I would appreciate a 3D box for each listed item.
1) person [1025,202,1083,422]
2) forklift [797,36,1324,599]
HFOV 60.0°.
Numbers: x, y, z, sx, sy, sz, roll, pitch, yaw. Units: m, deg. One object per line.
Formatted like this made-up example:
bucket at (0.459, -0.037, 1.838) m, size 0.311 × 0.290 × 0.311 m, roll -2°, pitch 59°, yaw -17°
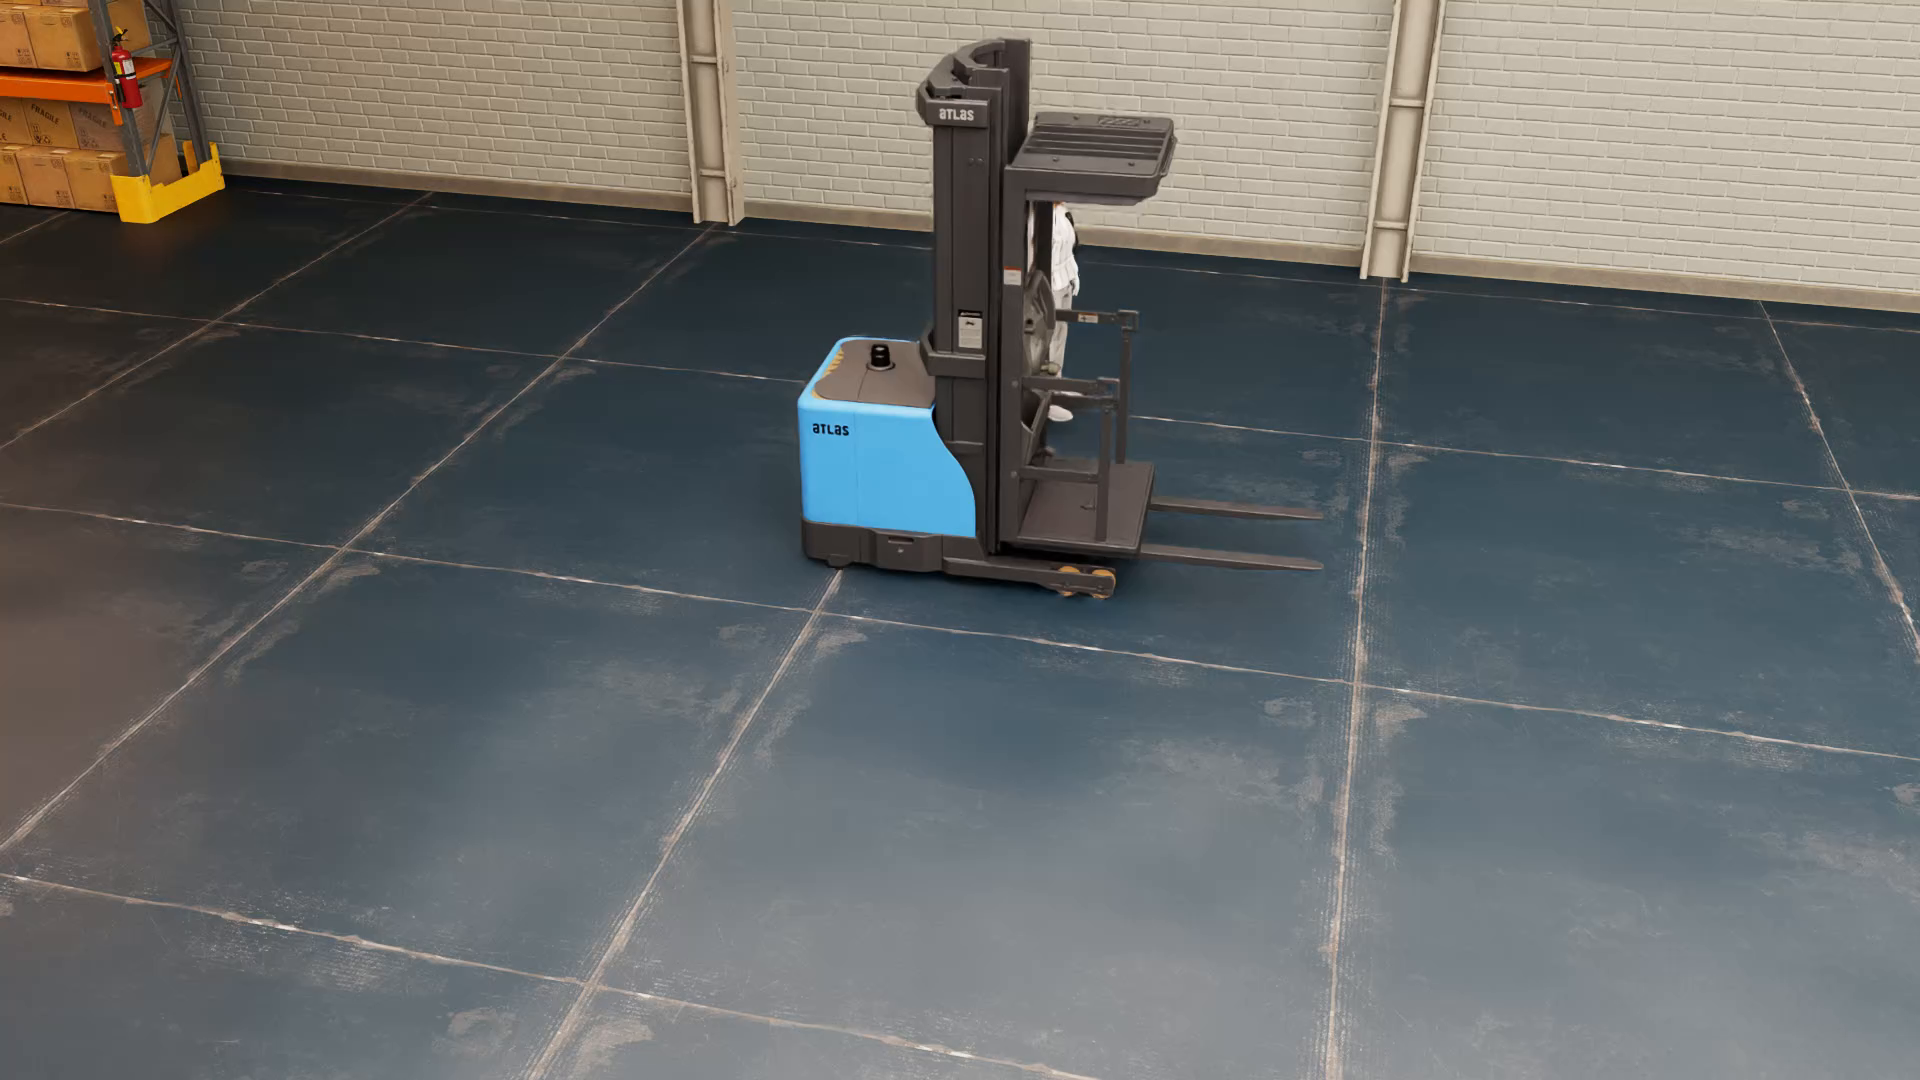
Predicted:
person at (0.654, -1.676, 11.164) m, size 0.407 × 1.712 × 0.624 m, roll 12°, pitch 32°, yaw 19°
forklift at (0.631, -1.223, 9.329) m, size 3.031 × 2.935 × 1.130 m, roll 6°, pitch 30°, yaw 10°
